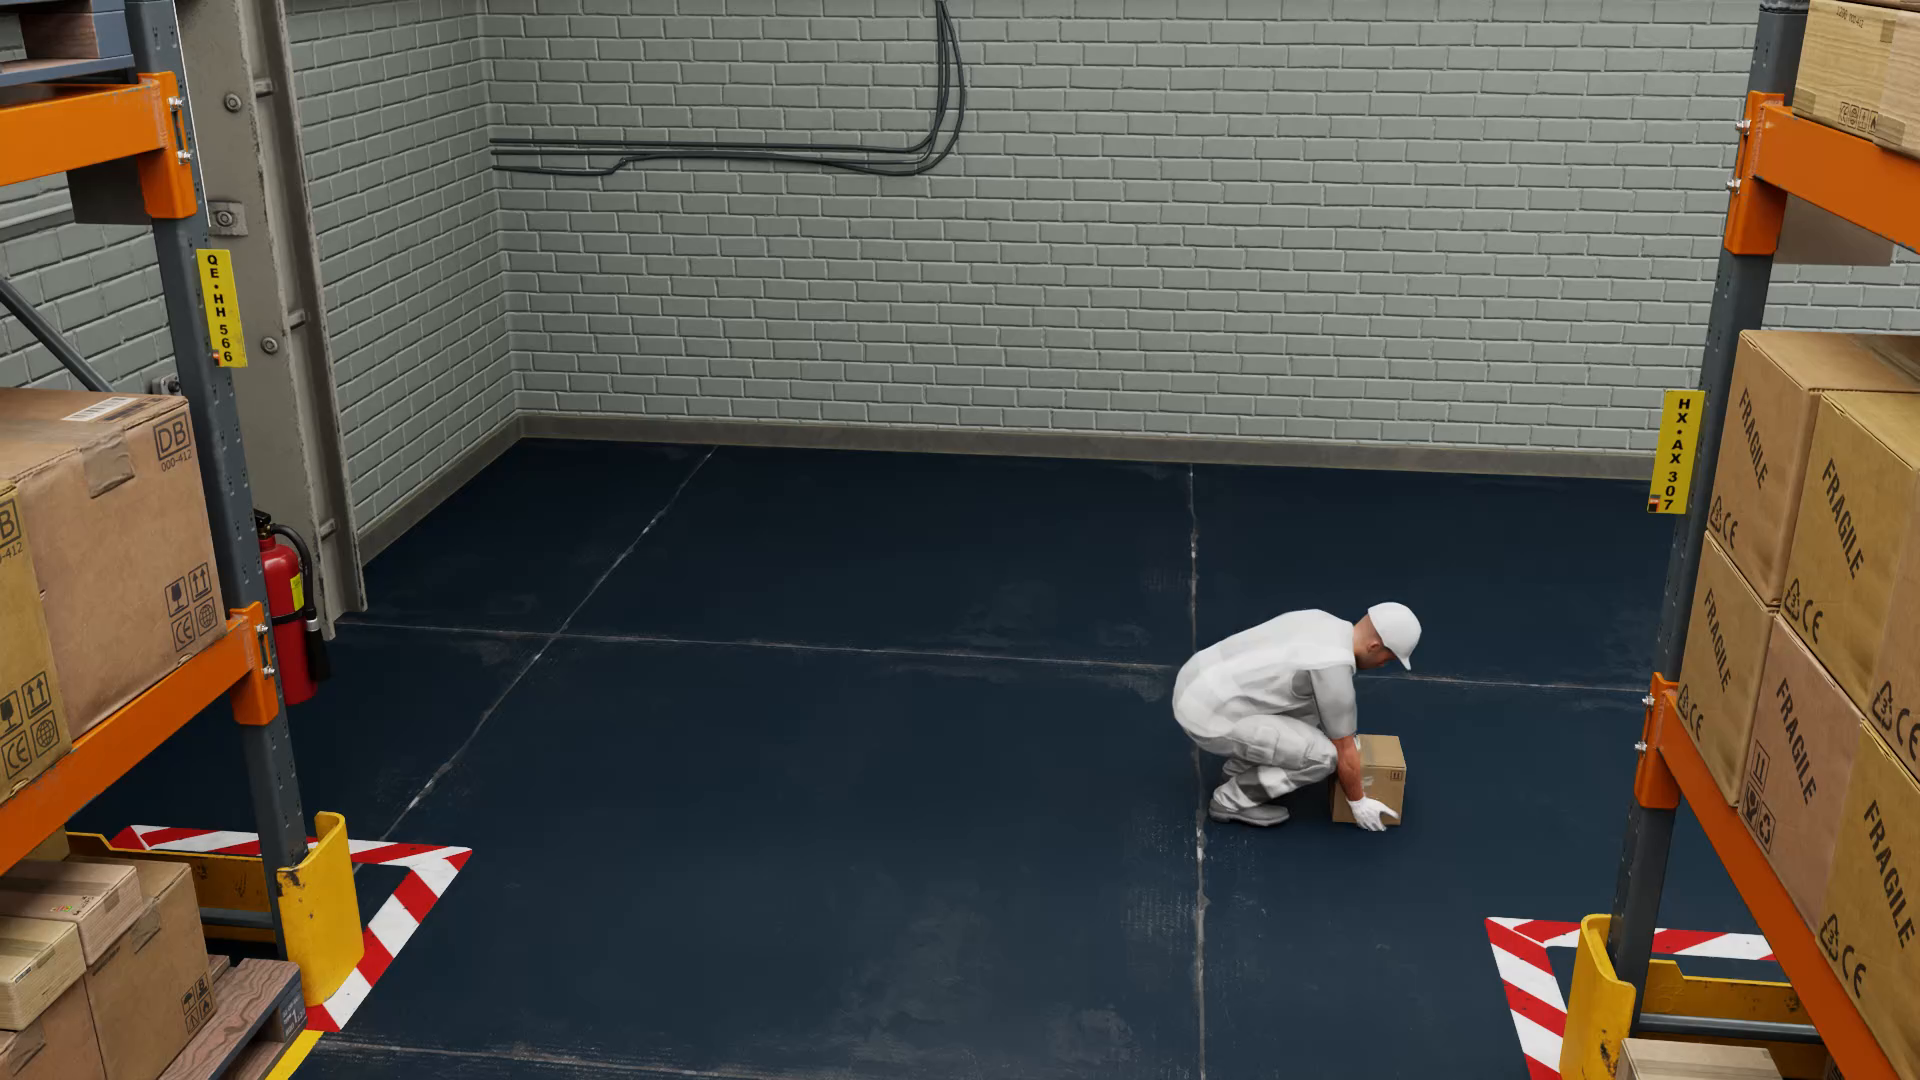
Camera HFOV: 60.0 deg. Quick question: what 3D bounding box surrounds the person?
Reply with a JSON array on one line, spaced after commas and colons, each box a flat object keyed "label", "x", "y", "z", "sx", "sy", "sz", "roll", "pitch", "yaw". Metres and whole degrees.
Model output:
[{"label": "person", "x": 1.251, "y": 0.650, "z": 6.268, "sx": 0.899, "sy": 0.883, "sz": 0.558, "roll": 2, "pitch": 21, "yaw": 6}]
